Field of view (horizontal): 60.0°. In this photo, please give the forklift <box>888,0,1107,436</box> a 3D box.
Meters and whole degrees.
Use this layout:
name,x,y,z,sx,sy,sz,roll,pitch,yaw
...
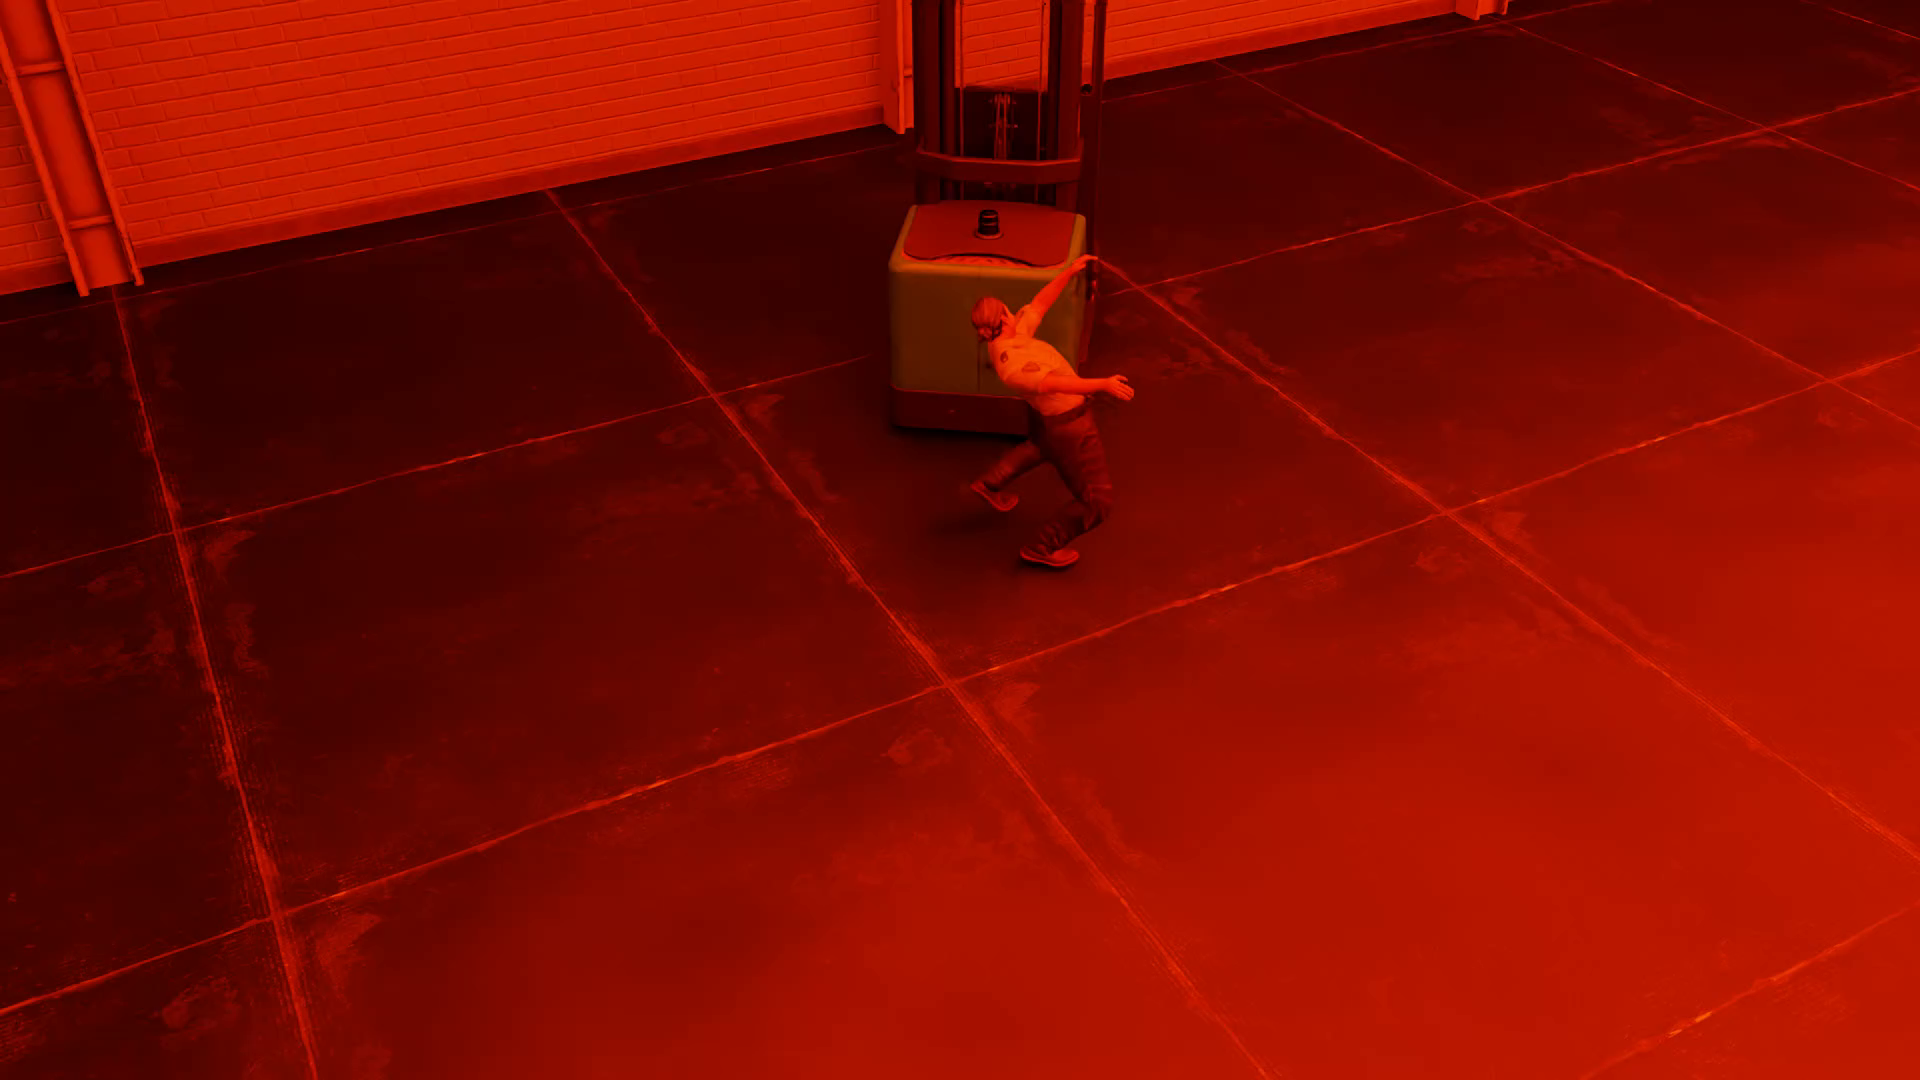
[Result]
name,x,y,z,sx,sy,sz,roll,pitch,yaw
forklift,0.308,-2.614,9.821,1.130,2.935,3.031,5,36,6

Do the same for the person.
name,x,y,z,sx,sy,sz,roll,pitch,yaw
person,0.444,-0.537,8.092,0.646,1.515,1.019,-12,37,-16
